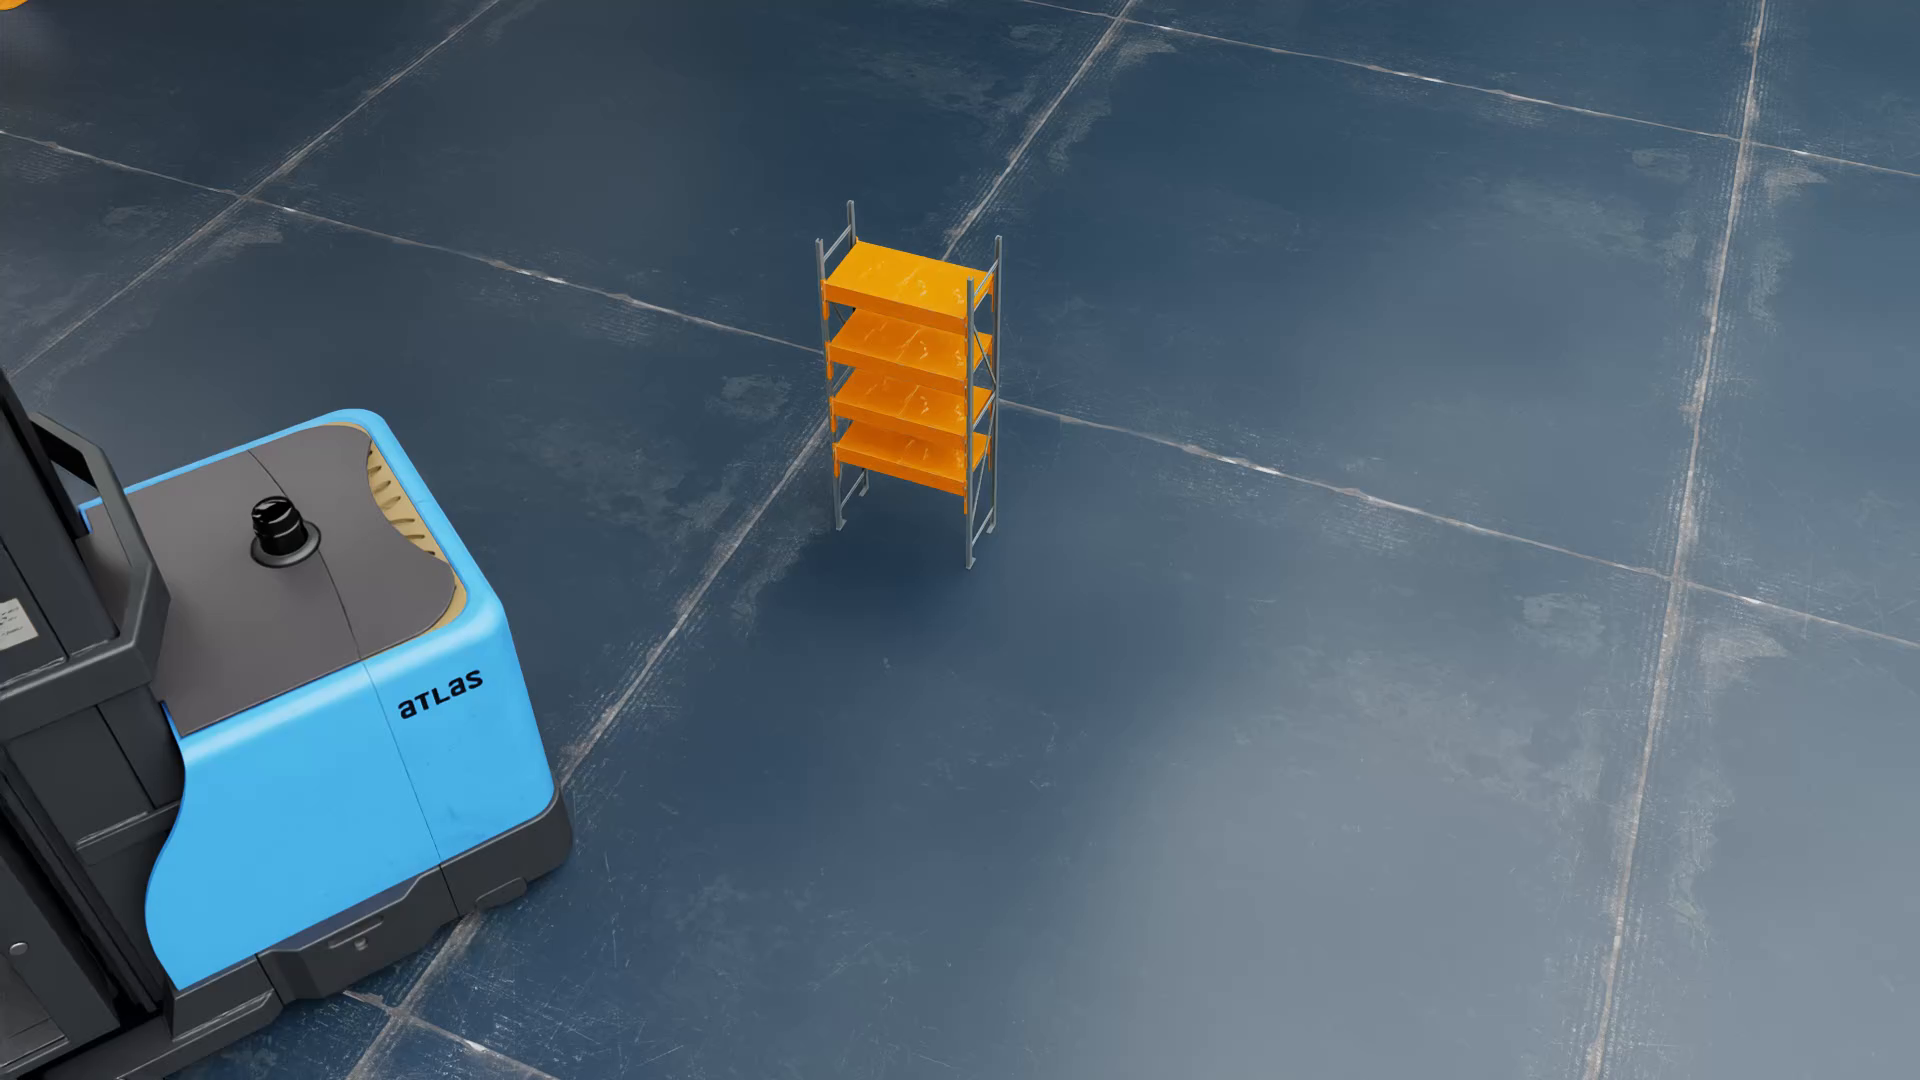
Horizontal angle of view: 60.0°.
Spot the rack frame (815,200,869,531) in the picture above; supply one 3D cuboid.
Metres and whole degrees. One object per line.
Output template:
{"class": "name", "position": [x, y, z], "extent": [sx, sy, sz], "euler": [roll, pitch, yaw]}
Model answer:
{"class": "rack frame", "position": [-0.378, -0.537, 5.439], "extent": [0.015, 1.200, 0.240], "euler": [16, 47, 16]}

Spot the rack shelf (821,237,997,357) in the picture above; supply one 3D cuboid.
{"class": "rack shelf", "position": [-0.153, -0.749, 5.095], "extent": [0.480, 0.148, 0.258], "euler": [16, 47, 16]}

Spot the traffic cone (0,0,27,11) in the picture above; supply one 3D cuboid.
{"class": "traffic cone", "position": [-4.929, -2.992, 8.429], "extent": [0.334, 0.463, 0.336], "euler": [16, 47, 16]}

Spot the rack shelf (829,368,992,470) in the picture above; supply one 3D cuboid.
{"class": "rack shelf", "position": [-0.153, -0.423, 5.419], "extent": [0.480, 0.148, 0.258], "euler": [16, 47, 16]}

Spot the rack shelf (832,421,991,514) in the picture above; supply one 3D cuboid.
{"class": "rack shelf", "position": [-0.153, -0.282, 5.559], "extent": [0.480, 0.148, 0.258], "euler": [16, 47, 16]}

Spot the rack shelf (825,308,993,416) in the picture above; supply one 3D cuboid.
{"class": "rack shelf", "position": [-0.153, -0.581, 5.262], "extent": [0.480, 0.148, 0.258], "euler": [16, 47, 16]}

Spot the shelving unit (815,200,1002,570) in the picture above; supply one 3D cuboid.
{"class": "shelving unit", "position": [-0.153, -0.470, 5.372], "extent": [0.503, 1.200, 0.258], "euler": [16, 47, 16]}

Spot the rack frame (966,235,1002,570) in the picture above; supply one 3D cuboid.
{"class": "rack frame", "position": [0.072, -0.404, 5.305], "extent": [0.015, 1.200, 0.240], "euler": [16, 47, 16]}

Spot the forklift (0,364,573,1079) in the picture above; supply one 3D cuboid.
{"class": "forklift", "position": [-2.621, 0.190, 3.481], "extent": [3.031, 2.935, 1.130], "euler": [-25, 50, -23]}
